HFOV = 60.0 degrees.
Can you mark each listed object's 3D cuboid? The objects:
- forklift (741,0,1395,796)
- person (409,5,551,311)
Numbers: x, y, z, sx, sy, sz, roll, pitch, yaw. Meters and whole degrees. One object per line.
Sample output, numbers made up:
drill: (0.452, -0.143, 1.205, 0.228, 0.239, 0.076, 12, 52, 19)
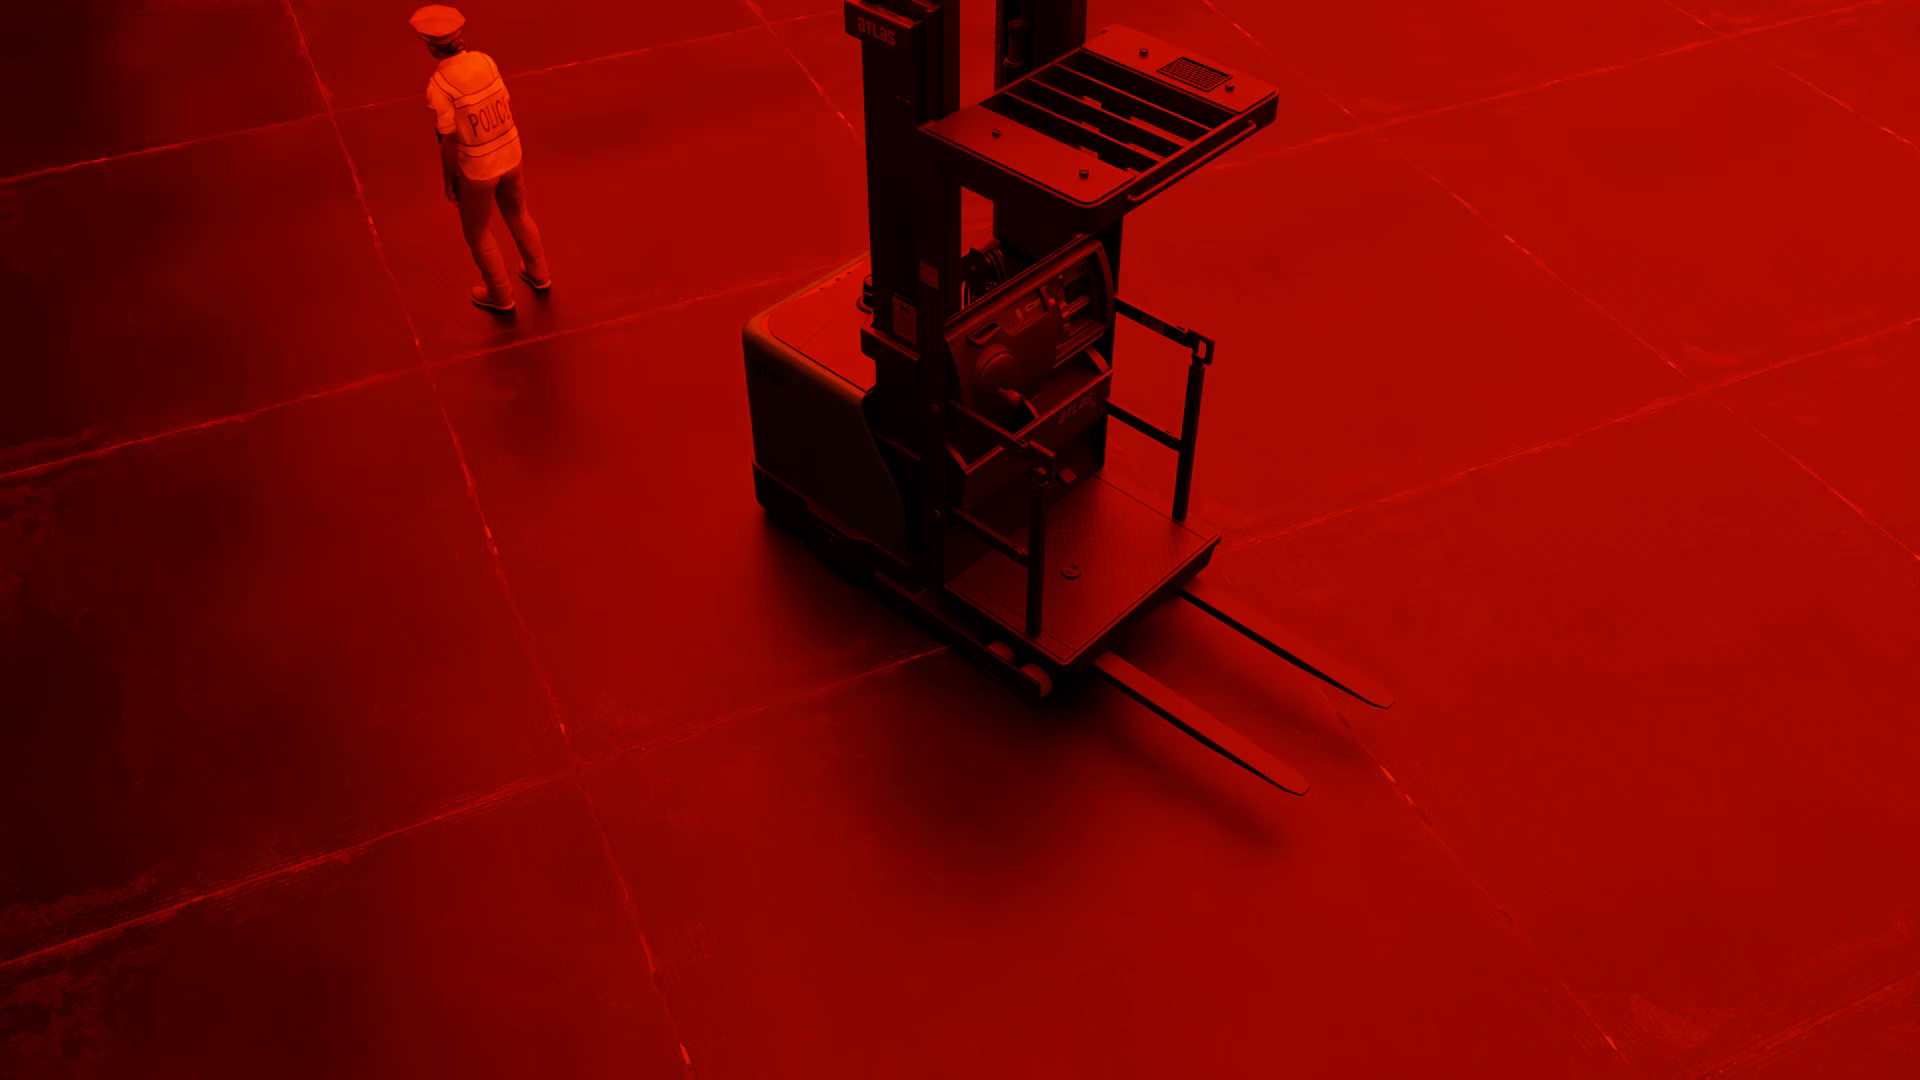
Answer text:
forklift: (0.445, -0.788, 6.525, 3.031, 2.935, 1.130, 32, 52, 30)
person: (-2.500, -1.976, 8.732, 0.397, 1.658, 0.528, 27, 49, 26)
